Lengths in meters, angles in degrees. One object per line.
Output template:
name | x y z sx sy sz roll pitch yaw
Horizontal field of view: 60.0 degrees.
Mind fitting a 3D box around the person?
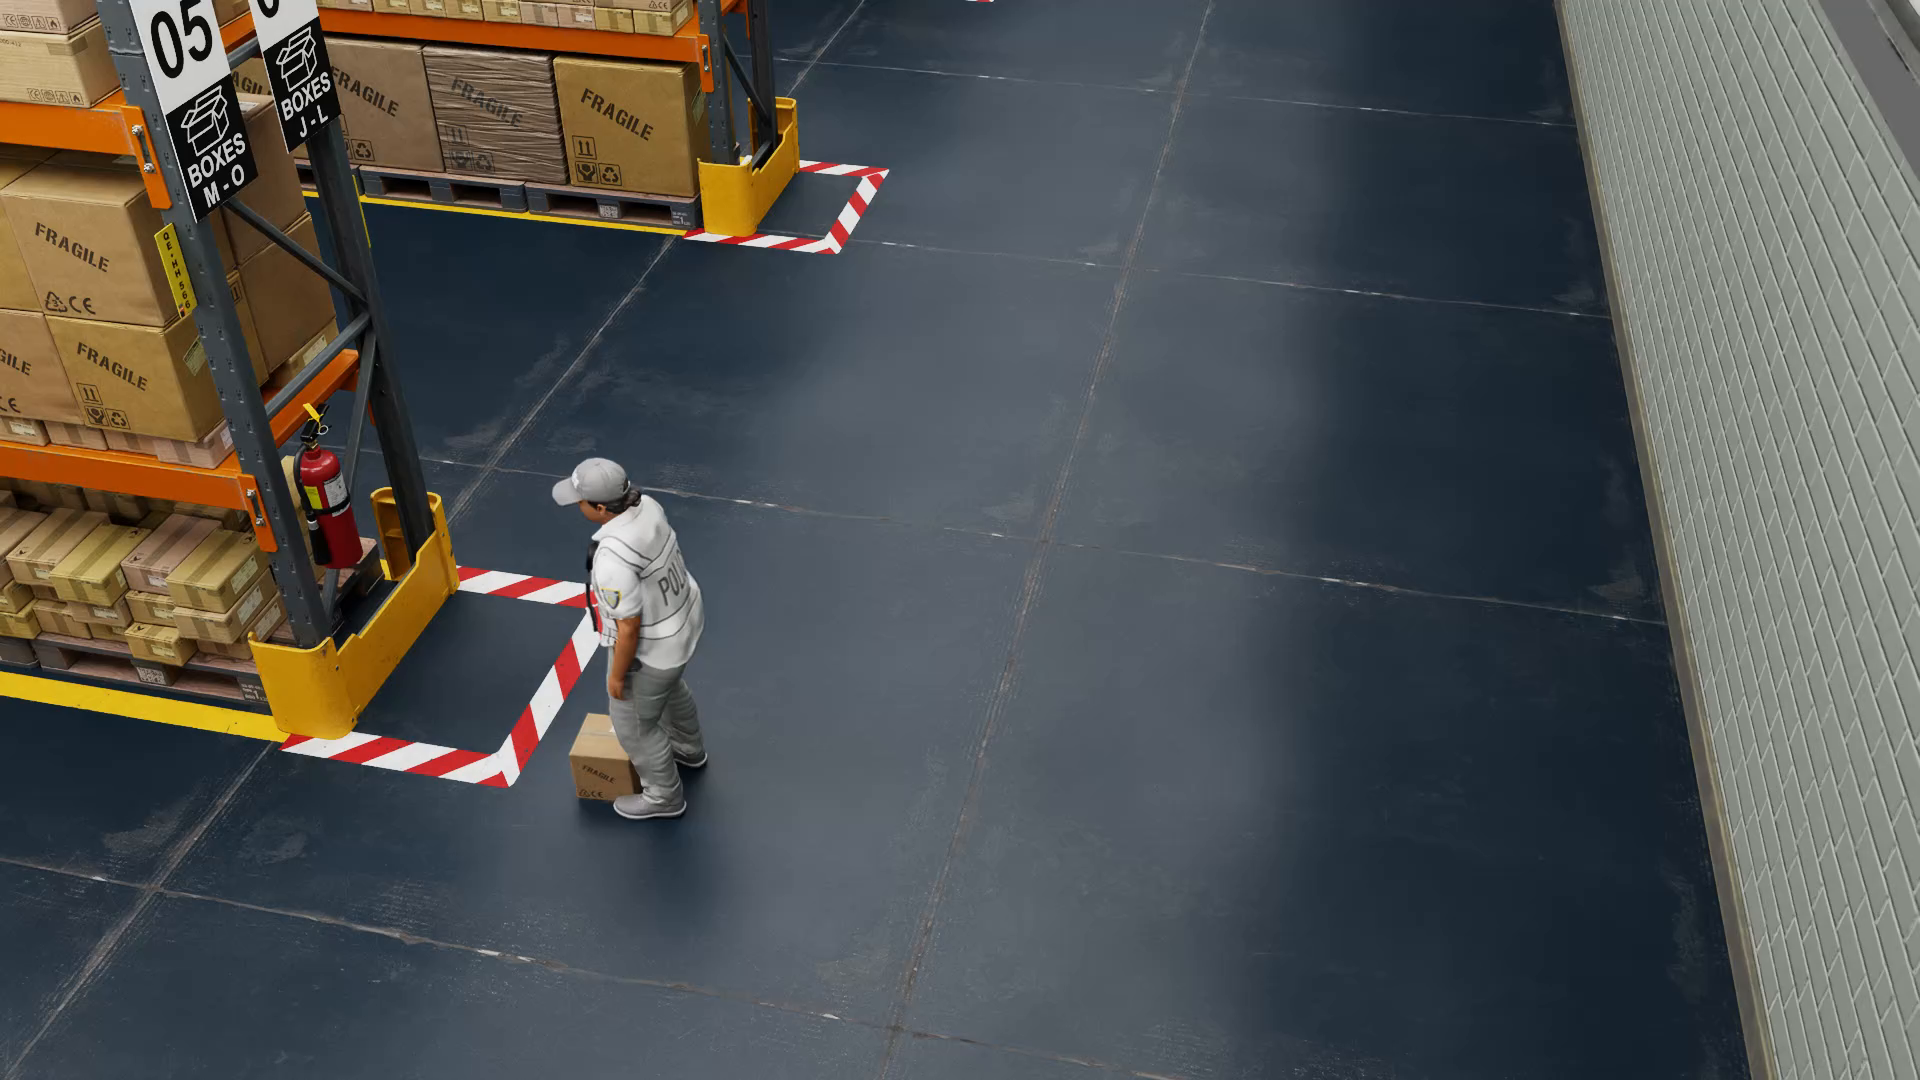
person | -1.240 0.372 6.460 0.464 1.667 0.564 6 37 7
